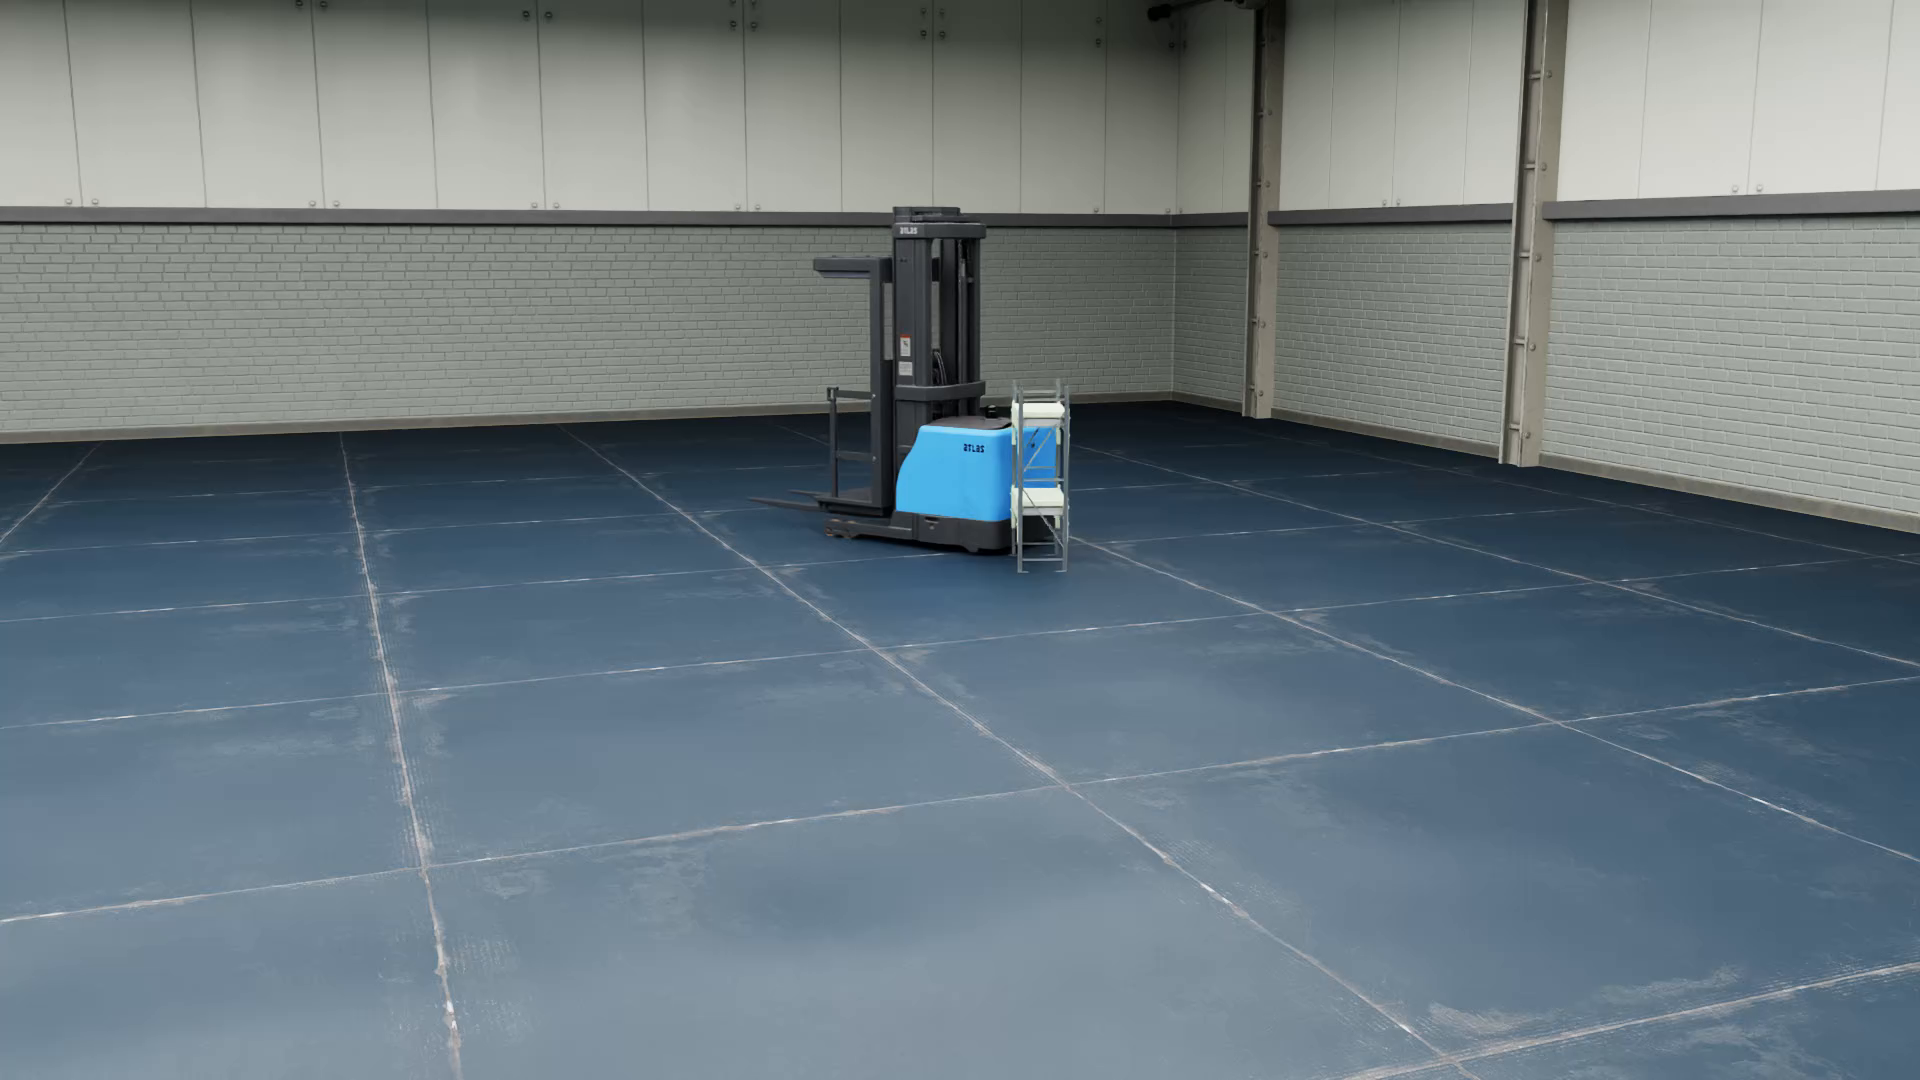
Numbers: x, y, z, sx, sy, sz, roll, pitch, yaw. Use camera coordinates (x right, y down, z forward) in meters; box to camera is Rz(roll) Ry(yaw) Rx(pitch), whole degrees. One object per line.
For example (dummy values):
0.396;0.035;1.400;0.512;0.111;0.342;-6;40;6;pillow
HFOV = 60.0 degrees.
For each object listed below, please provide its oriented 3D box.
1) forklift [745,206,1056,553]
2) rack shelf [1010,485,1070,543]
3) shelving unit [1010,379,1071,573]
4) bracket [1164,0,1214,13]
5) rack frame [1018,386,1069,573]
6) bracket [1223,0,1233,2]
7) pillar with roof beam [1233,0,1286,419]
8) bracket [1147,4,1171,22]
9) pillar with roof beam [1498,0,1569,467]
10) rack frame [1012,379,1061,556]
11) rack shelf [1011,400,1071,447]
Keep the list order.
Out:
-0.632;-1.515;15.068;3.031;2.935;1.130;7;12;35;forklift
0.654;-0.221;13.742;0.431;0.370;0.720;0;10;-2;rack shelf
0.654;-0.542;13.685;0.431;1.500;0.755;0;10;-2;shelving unit
3.443;-8.429;26.334;0.076;0.066;3.189;-4;11;-21;bracket
0.667;-0.478;13.325;0.400;1.500;0.023;0;10;-2;rack frame
4.087;-8.139;24.701;0.235;0.232;0.430;-4;11;-21;bracket
0.556;-6.048;23.227;9.100;9.000;0.548;-4;11;-21;pillar with roof beam
3.229;-8.526;26.876;0.235;0.232;0.430;-4;11;-21;bracket
2.731;-5.069;17.721;9.100;9.000;0.400;-4;11;-21;pillar with roof beam
0.641;-0.606;14.045;0.400;1.500;0.023;0;10;-2;rack frame
0.654;-0.926;13.617;0.431;0.370;0.720;0;10;-2;rack shelf
